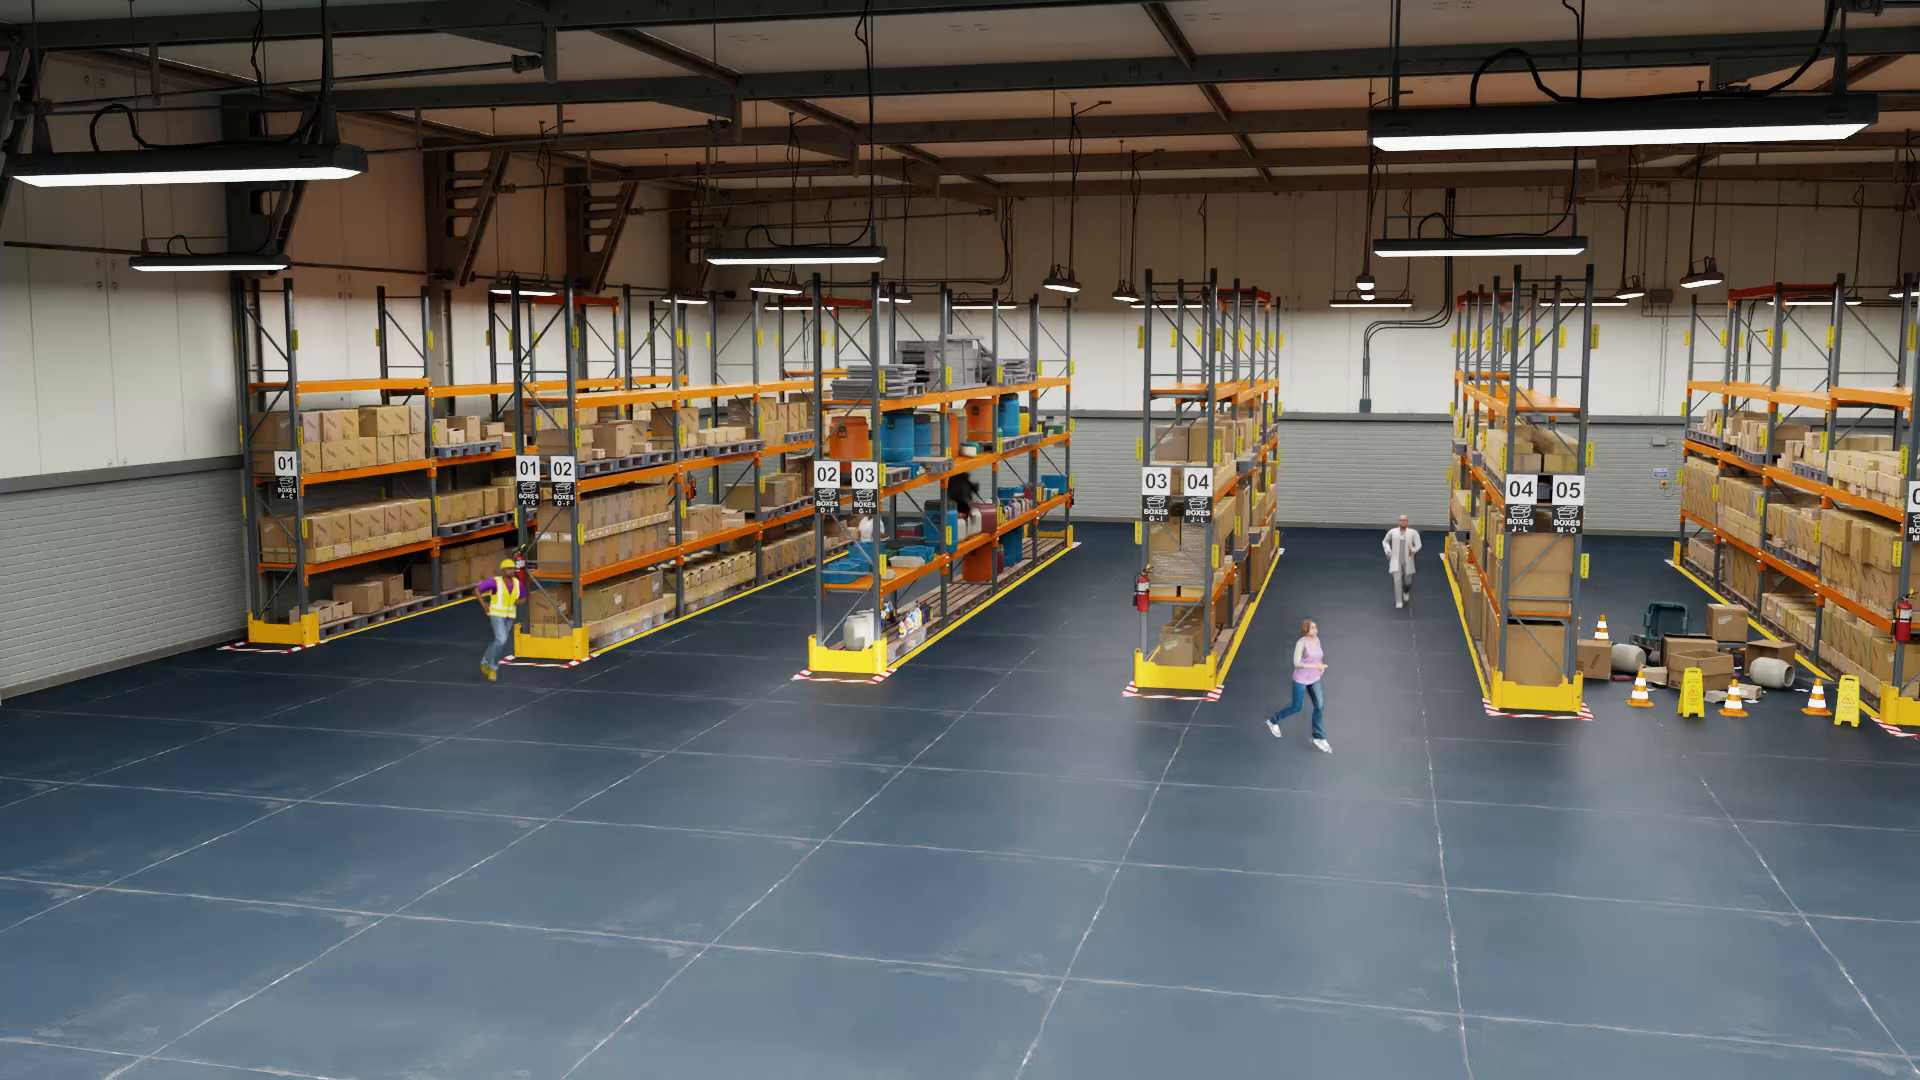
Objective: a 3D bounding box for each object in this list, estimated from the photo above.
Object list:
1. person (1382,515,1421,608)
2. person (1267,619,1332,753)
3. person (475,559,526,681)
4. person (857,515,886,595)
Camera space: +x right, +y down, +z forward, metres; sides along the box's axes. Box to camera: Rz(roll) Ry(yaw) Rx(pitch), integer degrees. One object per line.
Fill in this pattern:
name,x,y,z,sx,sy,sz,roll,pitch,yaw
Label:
person,8.305,0.393,31.295,0.715,1.733,0.812,2,7,14
person,4.233,1.756,20.521,0.550,1.612,0.887,-5,9,-37
person,-6.849,1.185,24.857,0.680,1.812,0.720,6,9,39
person,-1.678,0.160,31.062,0.588,1.698,0.769,1,7,10
